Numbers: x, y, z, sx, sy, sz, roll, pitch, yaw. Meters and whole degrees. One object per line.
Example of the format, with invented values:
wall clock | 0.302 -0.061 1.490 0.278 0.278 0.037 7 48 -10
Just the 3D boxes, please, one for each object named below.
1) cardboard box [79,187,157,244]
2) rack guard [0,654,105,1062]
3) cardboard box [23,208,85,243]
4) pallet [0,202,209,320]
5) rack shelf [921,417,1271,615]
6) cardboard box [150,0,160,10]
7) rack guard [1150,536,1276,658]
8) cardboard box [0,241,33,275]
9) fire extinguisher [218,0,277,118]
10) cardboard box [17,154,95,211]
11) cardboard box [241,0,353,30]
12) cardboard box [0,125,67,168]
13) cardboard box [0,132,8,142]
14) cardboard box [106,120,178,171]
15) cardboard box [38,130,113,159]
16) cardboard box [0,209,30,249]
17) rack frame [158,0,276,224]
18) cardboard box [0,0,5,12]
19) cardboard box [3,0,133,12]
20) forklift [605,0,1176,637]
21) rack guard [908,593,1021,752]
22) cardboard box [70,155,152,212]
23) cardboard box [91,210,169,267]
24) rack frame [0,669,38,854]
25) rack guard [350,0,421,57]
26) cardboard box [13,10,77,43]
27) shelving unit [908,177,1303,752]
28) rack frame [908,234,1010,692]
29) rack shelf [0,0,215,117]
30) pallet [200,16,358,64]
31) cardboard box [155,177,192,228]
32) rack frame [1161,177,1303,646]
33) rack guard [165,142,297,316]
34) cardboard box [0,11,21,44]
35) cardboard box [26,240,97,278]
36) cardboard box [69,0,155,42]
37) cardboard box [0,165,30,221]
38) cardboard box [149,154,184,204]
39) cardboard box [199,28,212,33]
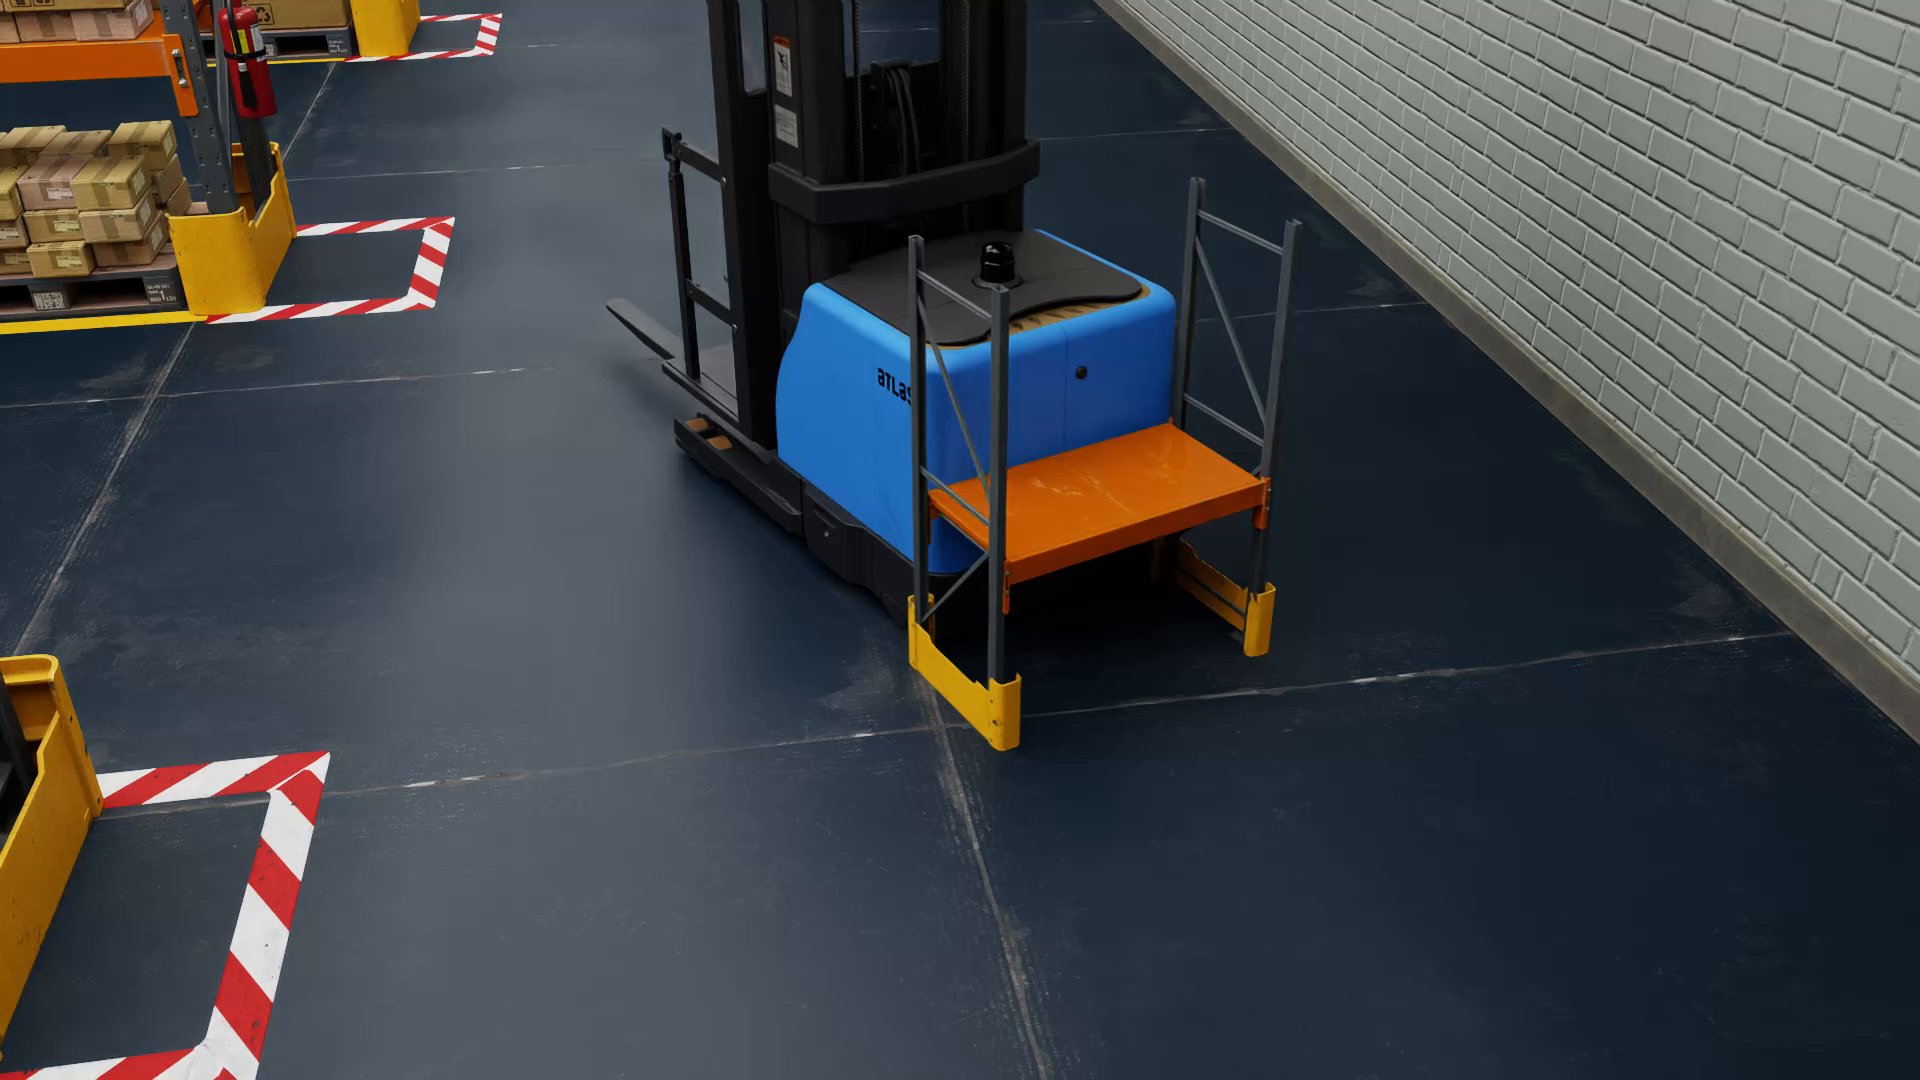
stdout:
cardboard box | -4.091 -1.582 8.087 0.250 0.149 0.380 -6 31 -10
rack guard | -2.608 0.842 4.326 0.348 0.500 1.175 -5 31 -9
cardboard box | -4.358 -1.585 8.092 0.250 0.149 0.380 -6 31 -10
pallet | -4.503 -1.427 8.469 1.213 0.211 1.003 -5 31 -9
rack shelf | 0.428 -0.098 5.292 1.000 0.185 0.538 -17 34 -26
cardboard box | -4.001 -2.718 8.161 0.250 0.149 0.380 -6 31 -9
rack guard | 0.863 0.154 5.742 0.087 0.250 0.587 -17 34 -26
cardboard box | -4.613 -1.437 8.134 0.250 0.149 0.380 -5 31 -9
fire extinguisher | -3.292 -2.291 7.632 0.183 0.674 0.296 -5 31 -9
cardboard box | -4.356 -1.732 8.048 0.250 0.149 0.380 -5 31 -8
cardboard box | -5.032 -4.342 12.356 0.875 0.875 0.875 -5 31 -9
cardboard box | -4.720 -1.978 8.467 0.250 0.149 0.380 -5 31 -9
cardboard box | -4.949 -1.914 8.358 0.250 0.149 0.380 -7 31 -11
cardboard box | -4.200 -2.023 8.542 0.250 0.149 0.380 -7 31 -11
cardboard box | -4.449 -1.937 8.397 0.250 0.149 0.380 -5 31 -8
cardboard box | -4.602 -1.534 8.004 0.250 0.149 0.380 -7 31 -11
rack frame | -3.623 -2.693 7.870 0.127 3.000 1.000 -5 31 -9
cardboard box | -4.526 -2.650 7.405 0.500 0.500 0.500 -6 31 -10
cardboard box | -4.019 -2.695 7.481 0.500 0.500 0.500 -5 31 -8
forklift | -0.508 -1.638 6.145 1.130 2.935 3.031 -19 36 -29
rack guard | 0.008 0.413 5.301 0.087 0.250 0.587 -17 34 -26
cardboard box | -4.098 -1.726 8.038 0.250 0.149 0.380 -5 31 -8
cardboard box | -4.103 -1.493 8.227 0.250 0.149 0.380 -5 31 -8
rack frame | -2.632 -0.234 3.688 0.127 3.000 1.000 -5 31 -9
rack guard | -4.393 -4.099 12.728 0.348 0.500 1.175 -5 31 -9
cardboard box | -4.144 -2.410 7.636 0.250 0.149 0.380 -5 31 -9
shelving unit | 0.436 -0.256 5.205 1.083 1.500 0.587 -17 34 -26
rack frame | -0.008 -0.121 4.976 0.032 1.500 0.500 -17 34 -26
rack shelf | -5.590 -2.200 7.742 4.000 0.370 1.077 -5 31 -9
pallet | -5.189 -3.861 12.607 1.213 0.211 1.003 -5 31 -9
cardboard box | -4.196 -1.756 8.676 0.250 0.149 0.380 -5 31 -8
rack frame | 0.864 -0.385 5.426 0.032 1.500 0.500 -17 34 -26
rack guard | -3.698 -1.608 8.492 0.348 0.500 1.175 -5 31 -9
cardboard box | -4.388 -2.379 7.585 0.250 0.149 0.380 -6 31 -9
cardboard box | -4.338 -1.419 8.102 0.250 0.149 0.380 -4 31 -7
cardboard box | -3.893 -2.414 7.643 0.250 0.149 0.380 -5 31 -9
cardboard box | -4.587 -1.645 7.900 0.250 0.149 0.380 -6 31 -10
cardboard box | -4.185 -1.853 8.547 0.250 0.149 0.380 -4 31 -7
cardboard box | -5.927 -4.258 12.215 0.875 0.875 0.875 -5 31 -9
